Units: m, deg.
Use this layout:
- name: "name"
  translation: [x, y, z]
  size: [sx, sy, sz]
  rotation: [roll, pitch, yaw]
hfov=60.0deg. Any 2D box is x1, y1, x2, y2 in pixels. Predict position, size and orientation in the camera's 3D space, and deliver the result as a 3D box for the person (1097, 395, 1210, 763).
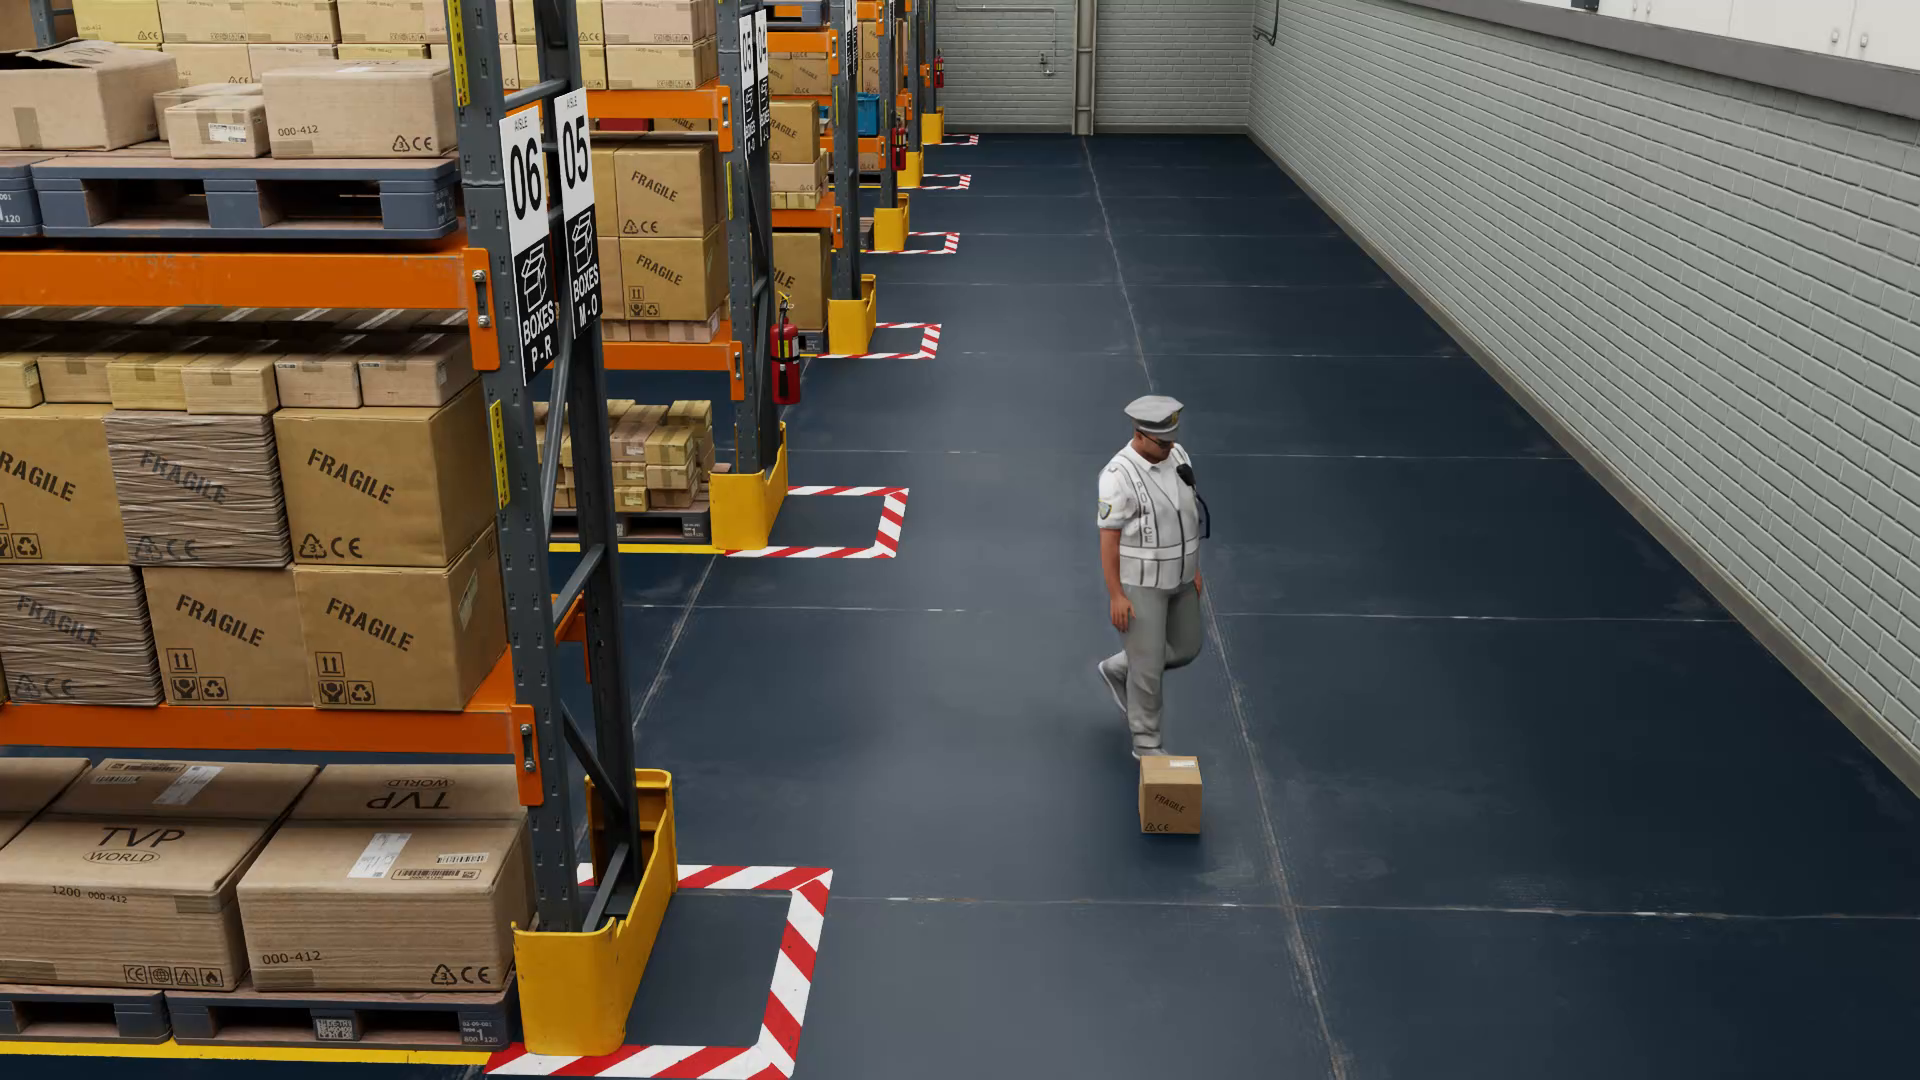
- name: "person"
  translation: [0.871, 0.171, 7.676]
  size: [0.559, 1.725, 0.743]
  rotation: [-18, 27, -39]
